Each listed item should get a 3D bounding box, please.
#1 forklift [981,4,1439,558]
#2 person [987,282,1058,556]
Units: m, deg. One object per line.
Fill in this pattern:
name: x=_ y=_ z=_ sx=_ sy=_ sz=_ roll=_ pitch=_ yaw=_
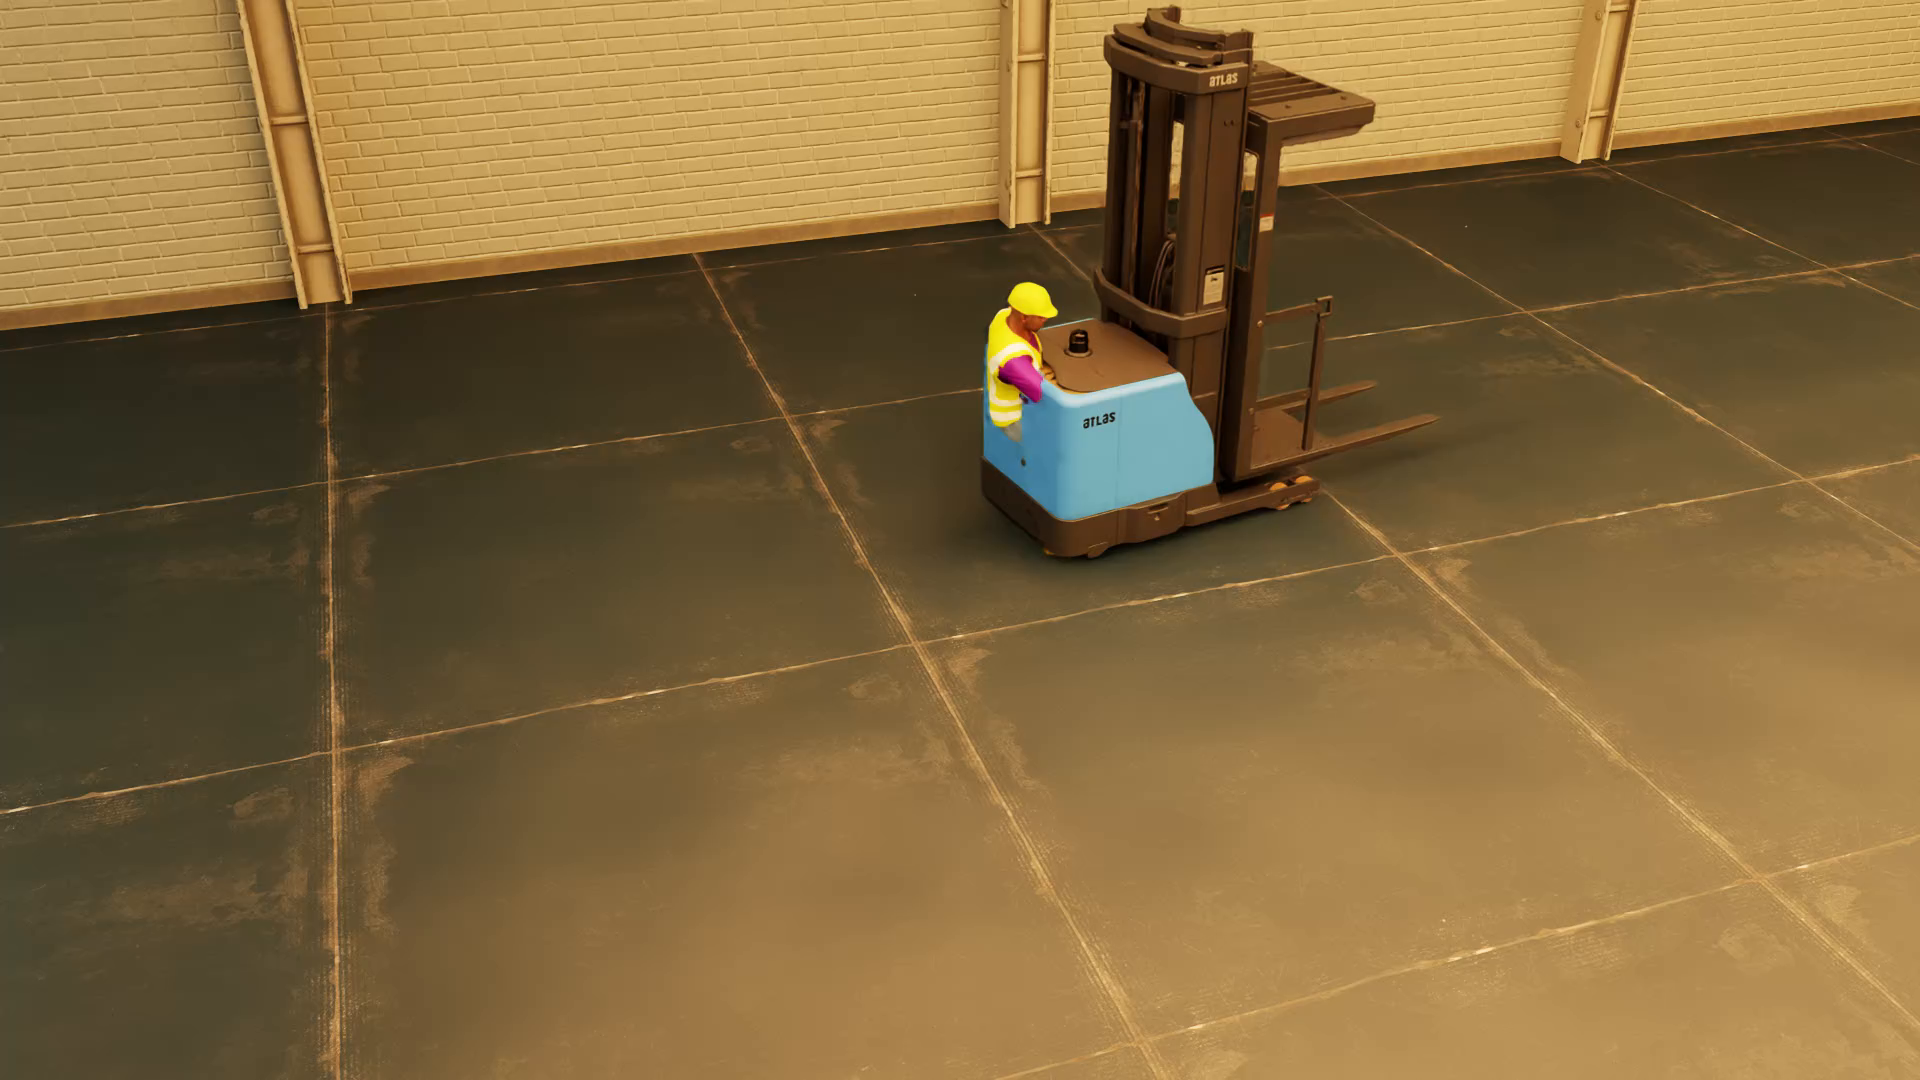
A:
forklift: x=1.676 y=-1.675 z=9.998 sx=3.031 sy=2.935 sz=1.130 roll=-15 pitch=33 yaw=-24
person: x=0.550 y=-0.799 z=9.836 sx=0.786 sy=1.592 sz=0.885 roll=1 pitch=30 yaw=2
